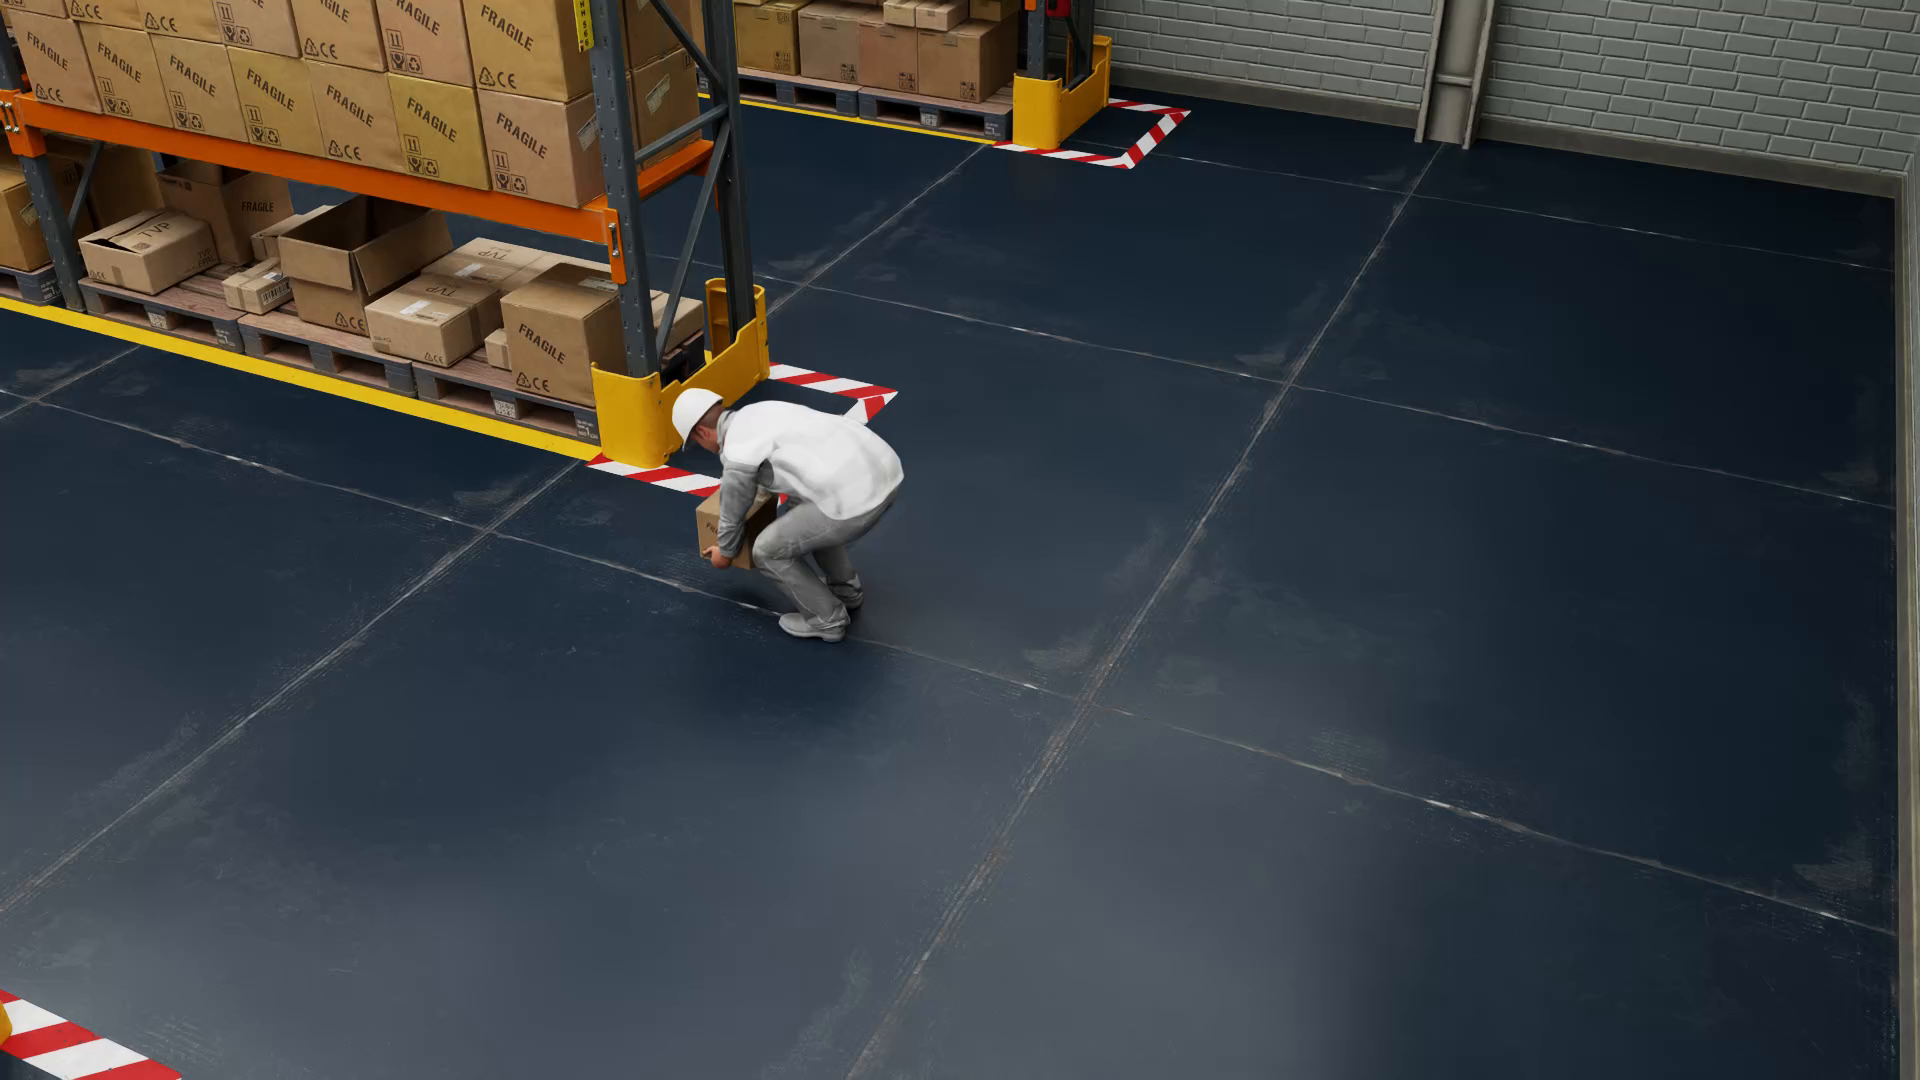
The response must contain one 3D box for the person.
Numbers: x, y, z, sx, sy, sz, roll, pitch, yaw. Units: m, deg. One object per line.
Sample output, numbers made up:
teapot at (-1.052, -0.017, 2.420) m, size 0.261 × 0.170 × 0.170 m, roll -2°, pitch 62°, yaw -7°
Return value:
person at (-0.737, -0.126, 7.003) m, size 0.994 × 1.007 × 0.510 m, roll 13°, pitch 36°, yaw 18°
